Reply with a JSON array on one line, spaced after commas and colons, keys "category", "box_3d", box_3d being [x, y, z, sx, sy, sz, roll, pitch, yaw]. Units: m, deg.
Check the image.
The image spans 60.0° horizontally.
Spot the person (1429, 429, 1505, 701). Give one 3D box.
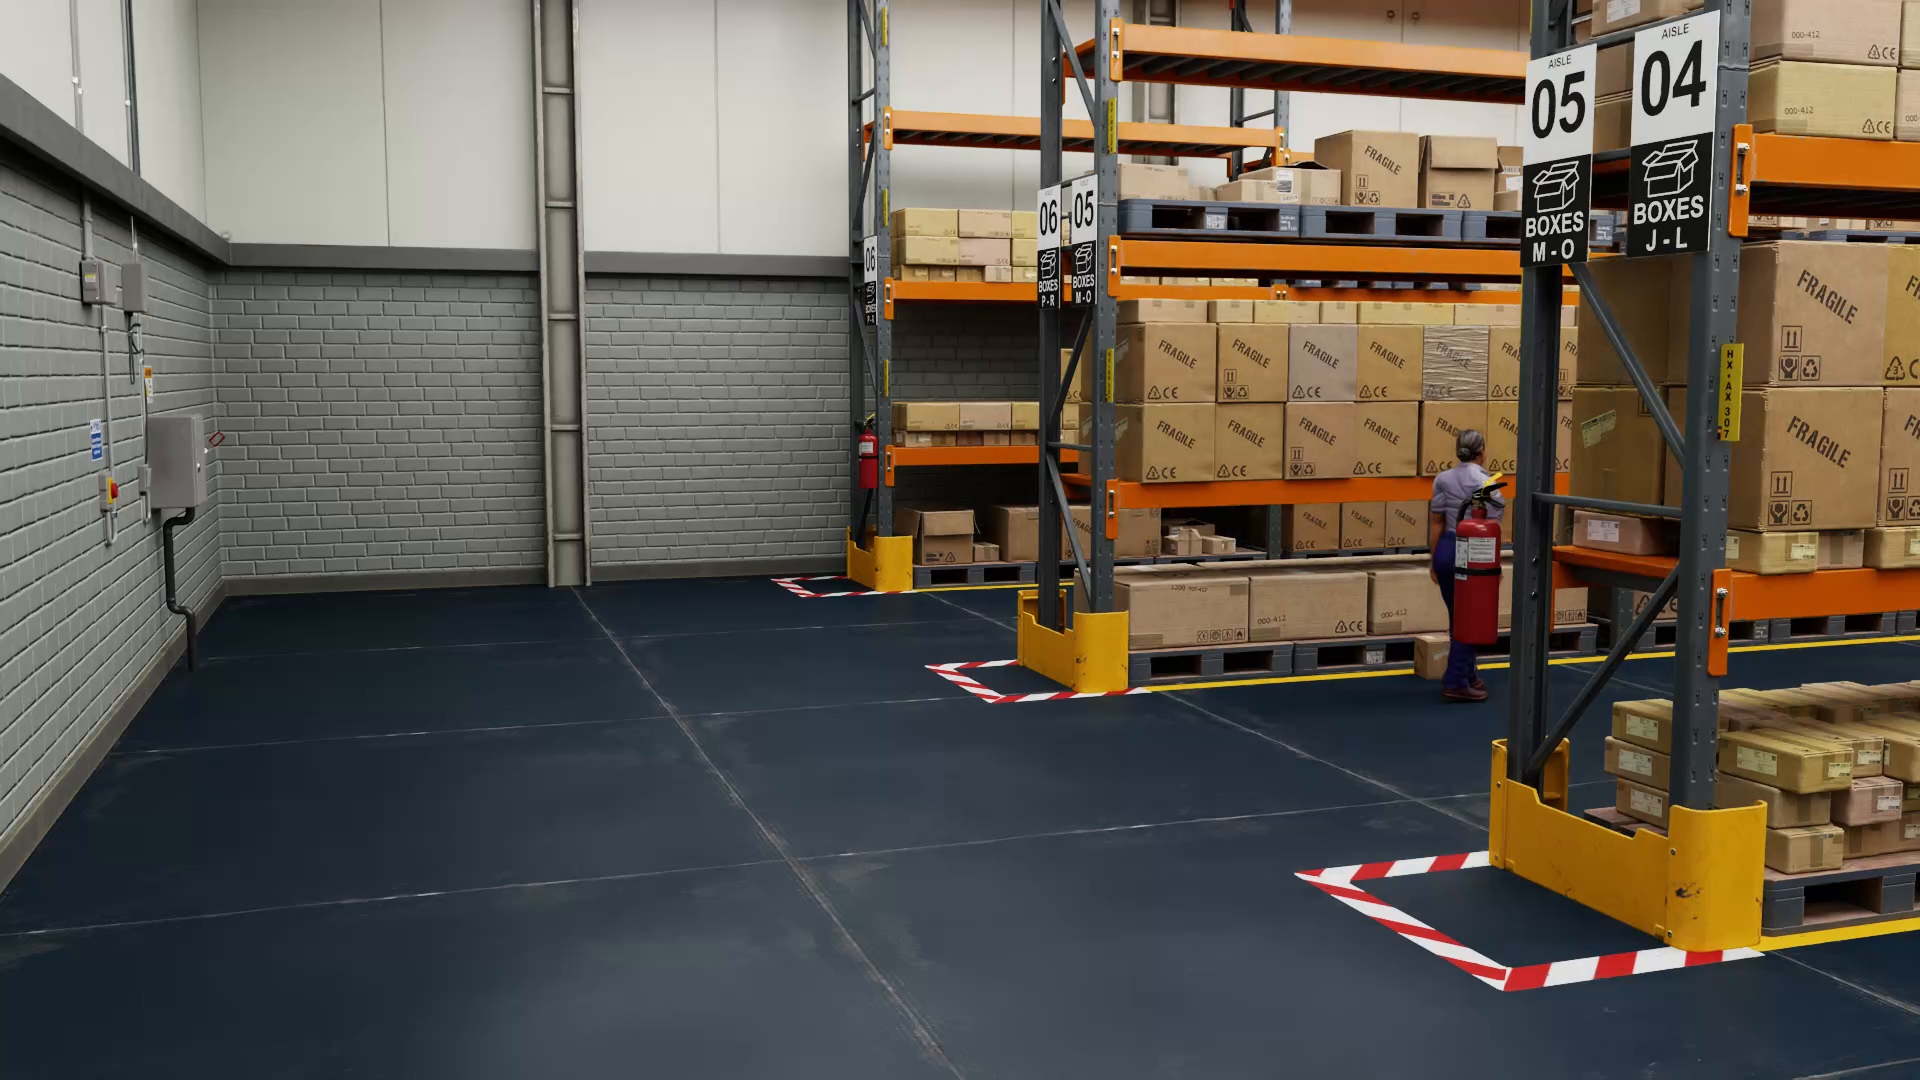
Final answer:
[{"category": "person", "box_3d": [3.142, 0.140, 10.192, 0.594, 1.642, 0.473, -4, 7, -34]}]
